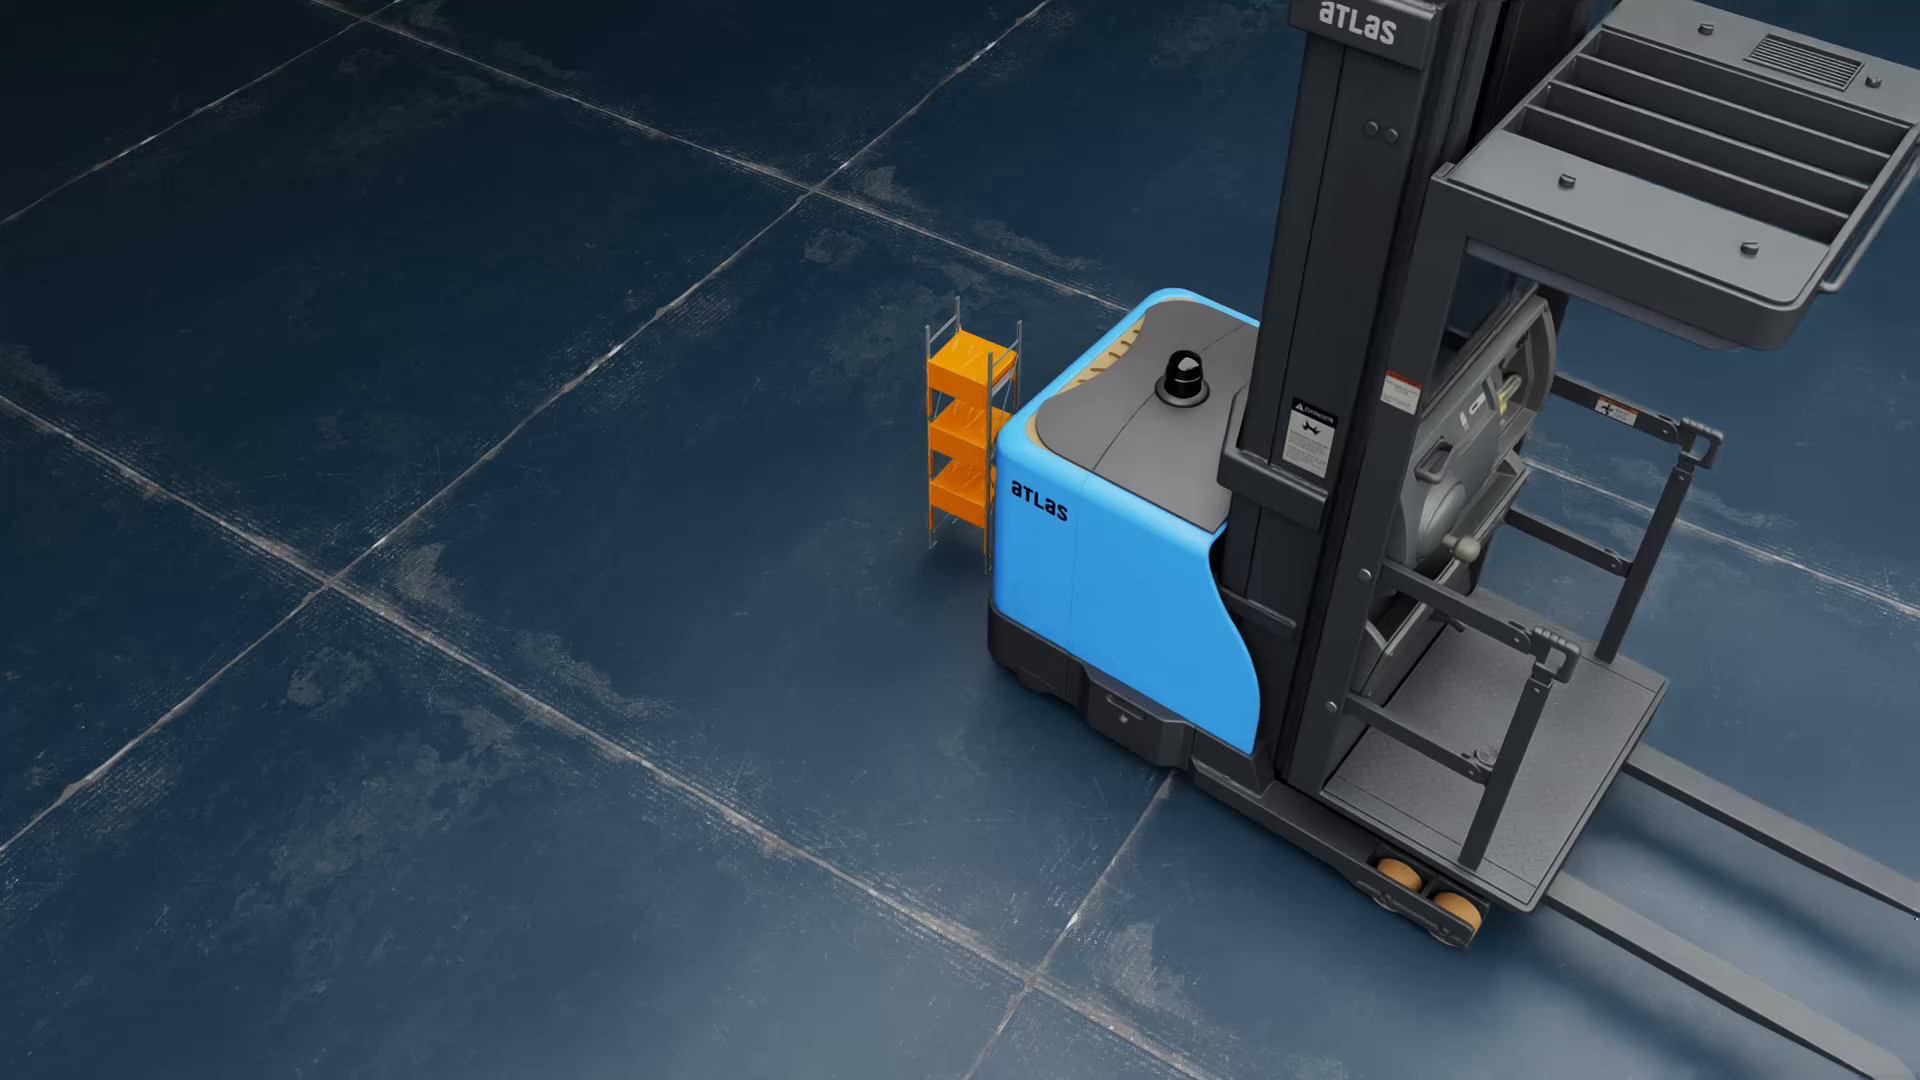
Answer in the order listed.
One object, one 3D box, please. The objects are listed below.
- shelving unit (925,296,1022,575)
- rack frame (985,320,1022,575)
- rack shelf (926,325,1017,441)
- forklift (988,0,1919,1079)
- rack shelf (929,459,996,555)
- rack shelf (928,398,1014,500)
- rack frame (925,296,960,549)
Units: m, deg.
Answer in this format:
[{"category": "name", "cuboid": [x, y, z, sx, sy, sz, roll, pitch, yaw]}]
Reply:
[{"category": "shelving unit", "cuboid": [0.045, -0.345, 5.853, 0.252, 1.050, 0.215, 25, 51, 22]}, {"category": "rack frame", "cuboid": [0.148, -0.298, 5.807, 0.008, 1.050, 0.200, 25, 51, 22]}, {"category": "rack shelf", "cuboid": [0.045, -0.536, 5.657, 0.240, 0.259, 0.215, 25, 51, 22]}, {"category": "forklift", "cuboid": [1.572, -0.227, 4.427, 3.031, 2.935, 1.130, 29, 52, 25]}, {"category": "rack shelf", "cuboid": [0.045, -0.144, 6.060, 0.240, 0.259, 0.215, 25, 51, 22]}, {"category": "rack shelf", "cuboid": [0.045, -0.338, 5.861, 0.240, 0.259, 0.215, 25, 51, 22]}, {"category": "rack frame", "cuboid": [-0.058, -0.392, 5.899, 0.008, 1.050, 0.200, 25, 51, 22]}]
